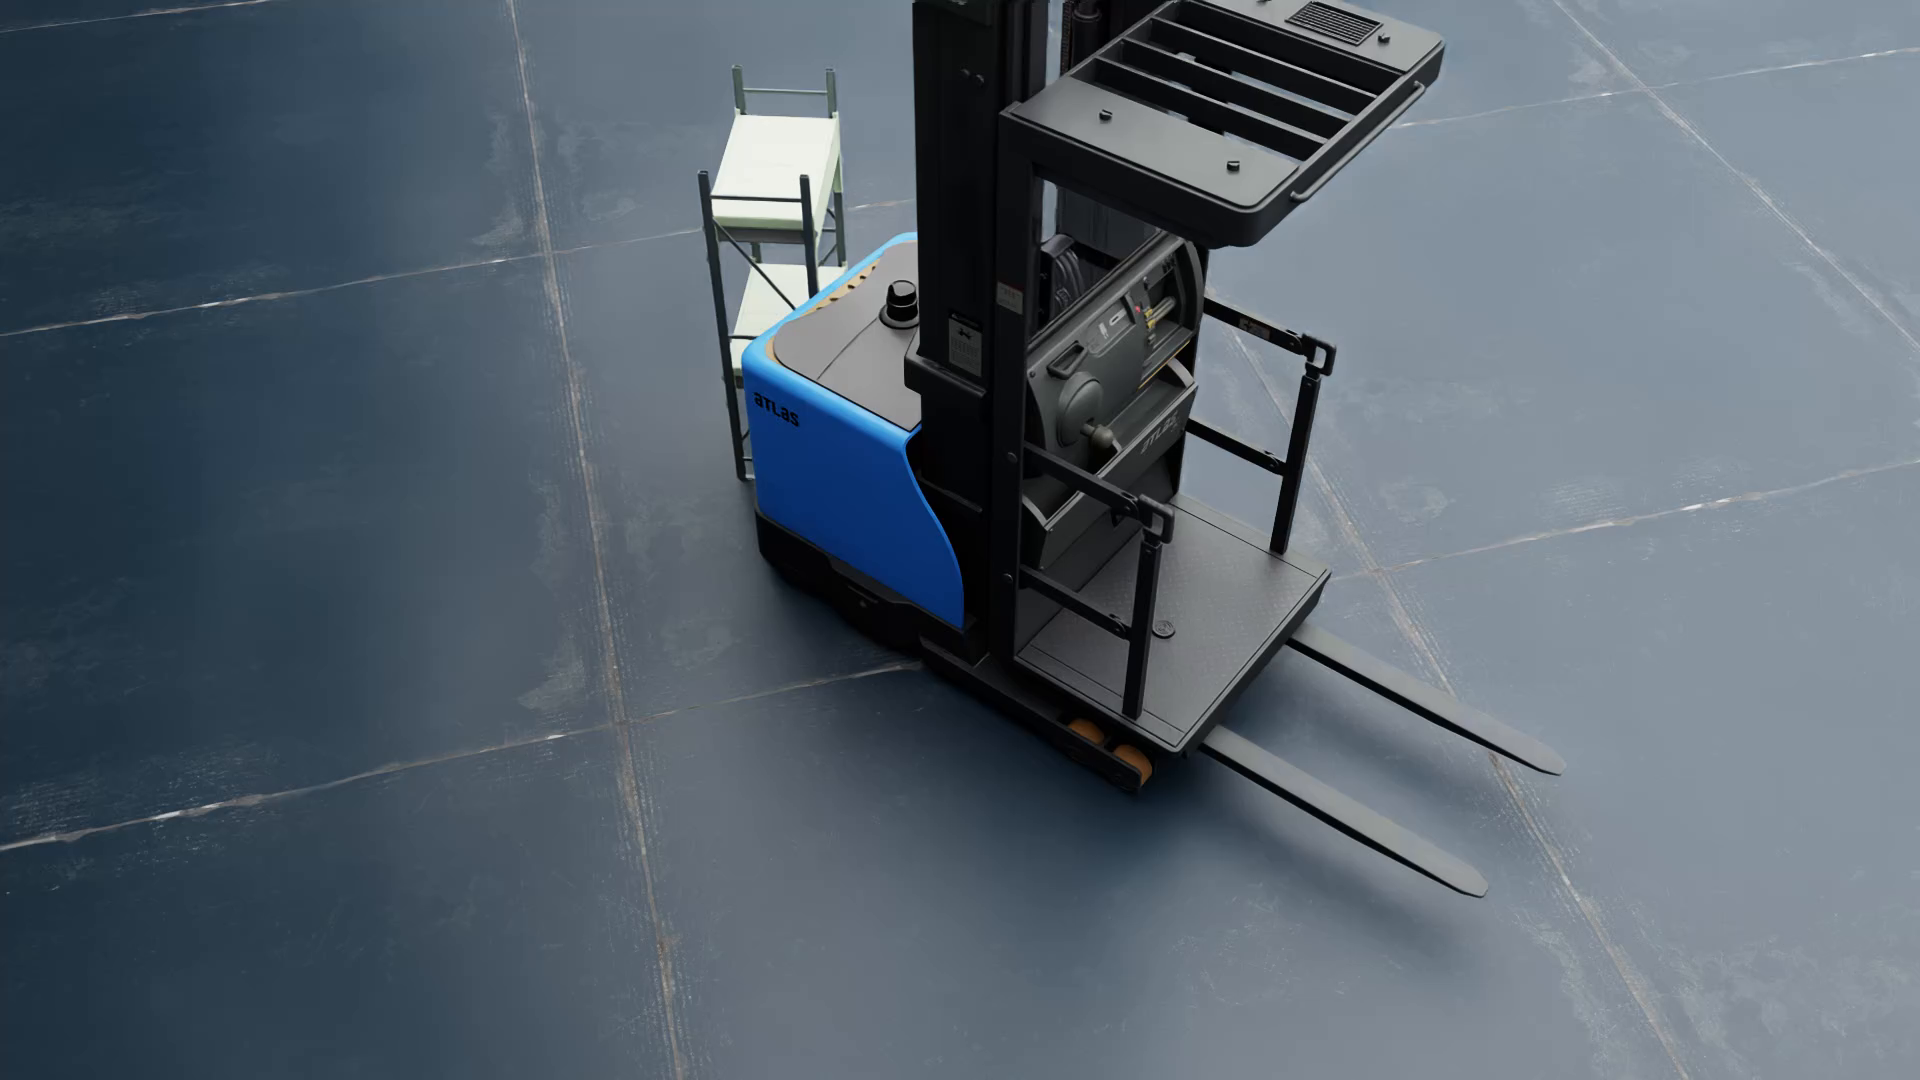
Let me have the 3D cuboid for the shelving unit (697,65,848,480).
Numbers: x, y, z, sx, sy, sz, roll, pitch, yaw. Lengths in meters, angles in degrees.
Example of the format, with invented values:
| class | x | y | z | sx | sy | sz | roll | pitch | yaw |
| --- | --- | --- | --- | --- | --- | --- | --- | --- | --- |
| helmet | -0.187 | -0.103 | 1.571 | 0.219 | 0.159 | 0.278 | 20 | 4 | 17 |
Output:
| class | x | y | z | sx | sy | sz | roll | pitch | yaw |
| --- | --- | --- | --- | --- | --- | --- | --- | --- | --- |
| shelving unit | -0.710 | -1.041 | 6.720 | 0.431 | 1.500 | 0.755 | 3 | 46 | 3 |

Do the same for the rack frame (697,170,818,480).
| class | x | y | z | sx | sy | sz | roll | pitch | yaw |
| --- | --- | --- | --- | --- | --- | --- | --- | --- | --- |
| rack frame | -0.737 | -0.781 | 6.465 | 0.400 | 1.500 | 0.023 | 3 | 46 | 3 |

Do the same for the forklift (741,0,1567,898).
| class | x | y | z | sx | sy | sz | roll | pitch | yaw |
| --- | --- | --- | --- | --- | --- | --- | --- | --- | --- |
| forklift | 0.676 | -0.575 | 5.262 | 3.031 | 2.935 | 1.130 | 29 | 52 | 25 |

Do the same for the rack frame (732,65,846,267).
| class | x | y | z | sx | sy | sz | roll | pitch | yaw |
| --- | --- | --- | --- | --- | --- | --- | --- | --- | --- |
| rack frame | -0.684 | -1.302 | 6.976 | 0.400 | 1.500 | 0.023 | 3 | 46 | 3 |

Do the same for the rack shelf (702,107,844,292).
| class | x | y | z | sx | sy | sz | roll | pitch | yaw |
| --- | --- | --- | --- | --- | --- | --- | --- | --- | --- |
| rack shelf | -0.710 | -1.315 | 6.442 | 0.431 | 0.370 | 0.720 | 3 | 46 | 3 |

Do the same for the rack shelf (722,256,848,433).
| class | x | y | z | sx | sy | sz | roll | pitch | yaw |
| --- | --- | --- | --- | --- | --- | --- | --- | --- | --- |
| rack shelf | -0.710 | -0.813 | 6.953 | 0.431 | 0.370 | 0.720 | 3 | 46 | 3 |
